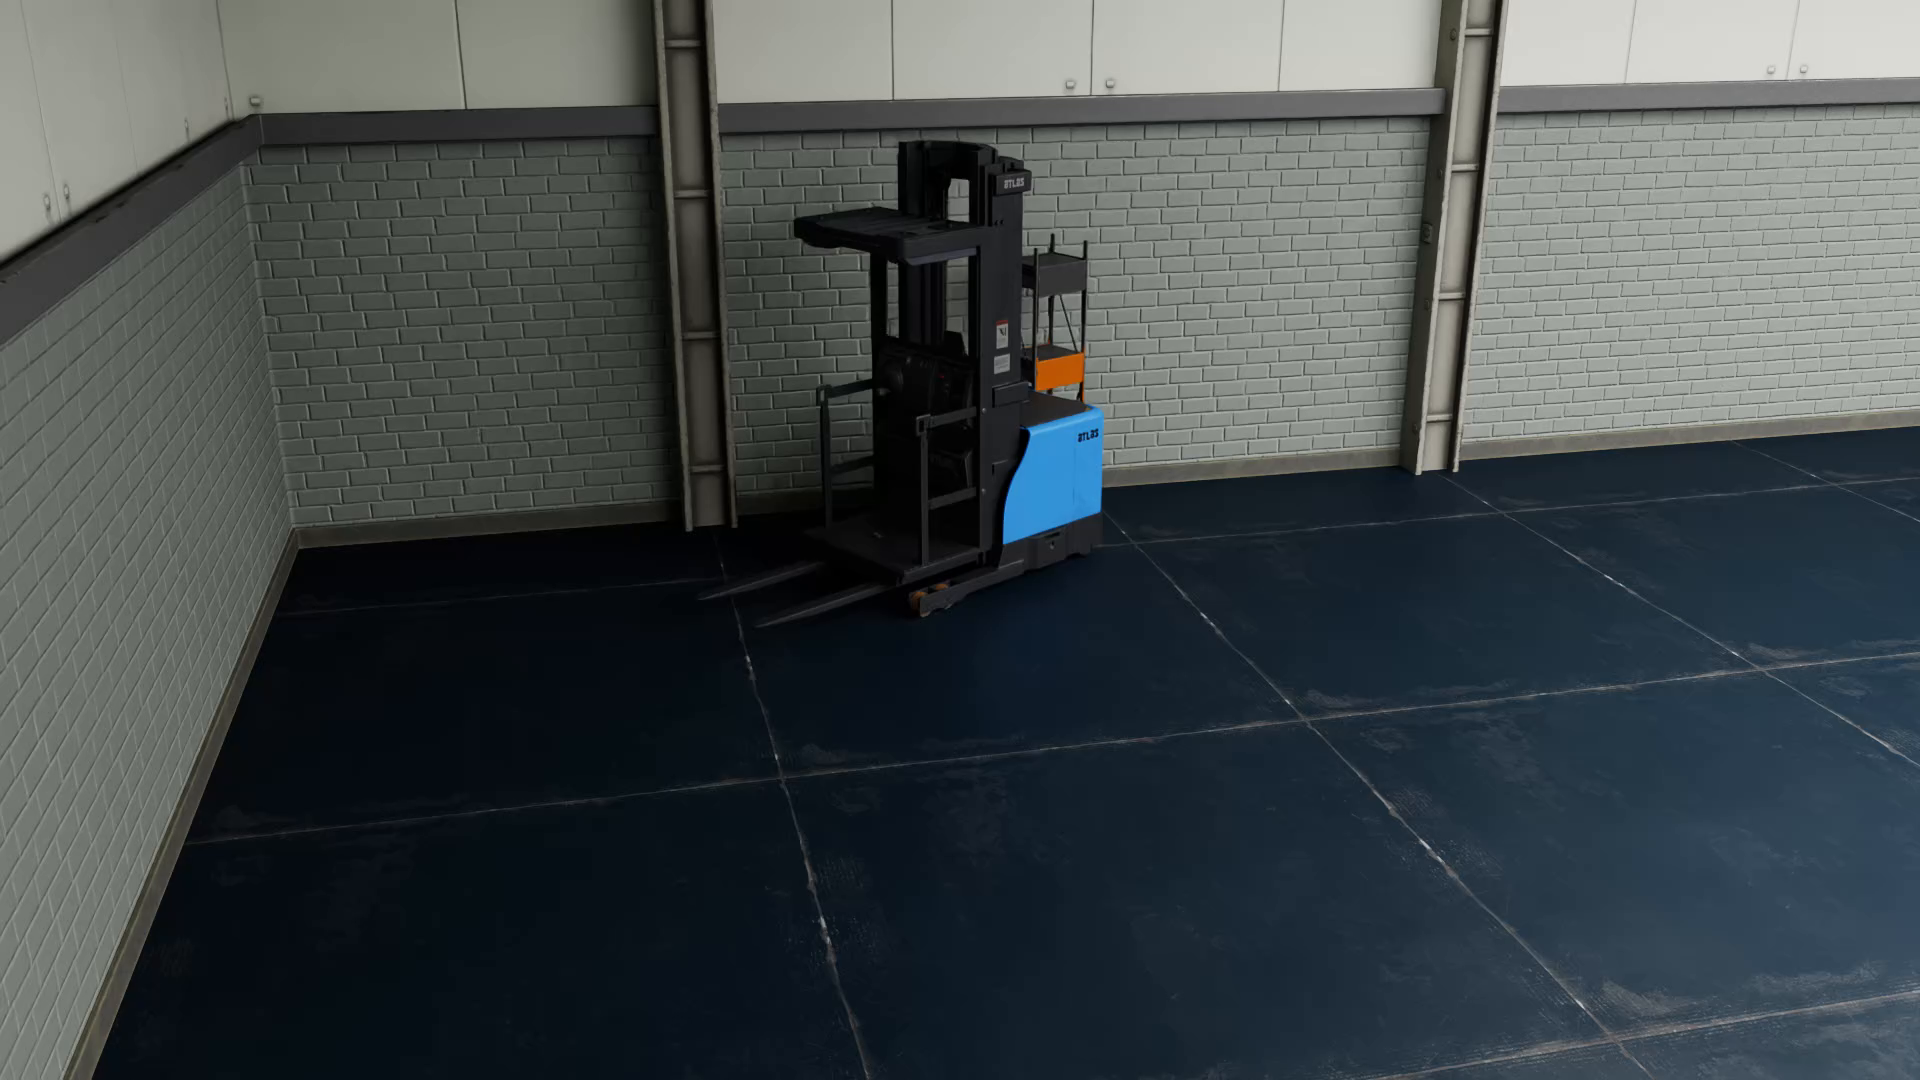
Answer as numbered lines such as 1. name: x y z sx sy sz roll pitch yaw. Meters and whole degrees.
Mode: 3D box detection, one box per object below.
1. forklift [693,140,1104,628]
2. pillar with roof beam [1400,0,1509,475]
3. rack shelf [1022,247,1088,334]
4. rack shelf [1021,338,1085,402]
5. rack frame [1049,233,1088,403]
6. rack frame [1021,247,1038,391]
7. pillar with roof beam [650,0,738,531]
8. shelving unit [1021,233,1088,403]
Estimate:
1. forklift: -0.386 -1.072 10.981 3.031 2.935 1.130 -18 27 -40
2. pillar with roof beam: 4.923 -3.392 8.491 0.400 9.000 9.100 -5 21 -12
3. rack shelf: 0.622 -1.856 12.334 0.480 0.518 0.431 -15 25 -36
4. rack shelf: 0.622 -1.199 12.575 0.480 0.518 0.431 -15 25 -36
5. rack frame: 0.812 -1.265 12.714 0.015 2.100 0.400 -15 25 -36
6. rack frame: 0.432 -1.159 12.427 0.015 2.100 0.400 -15 25 -36
7. pillar with roof beam: -0.916 -2.917 7.195 0.400 9.000 9.100 -5 21 -12
8. shelving unit: 0.622 -1.212 12.570 0.503 2.100 0.431 -15 25 -36
